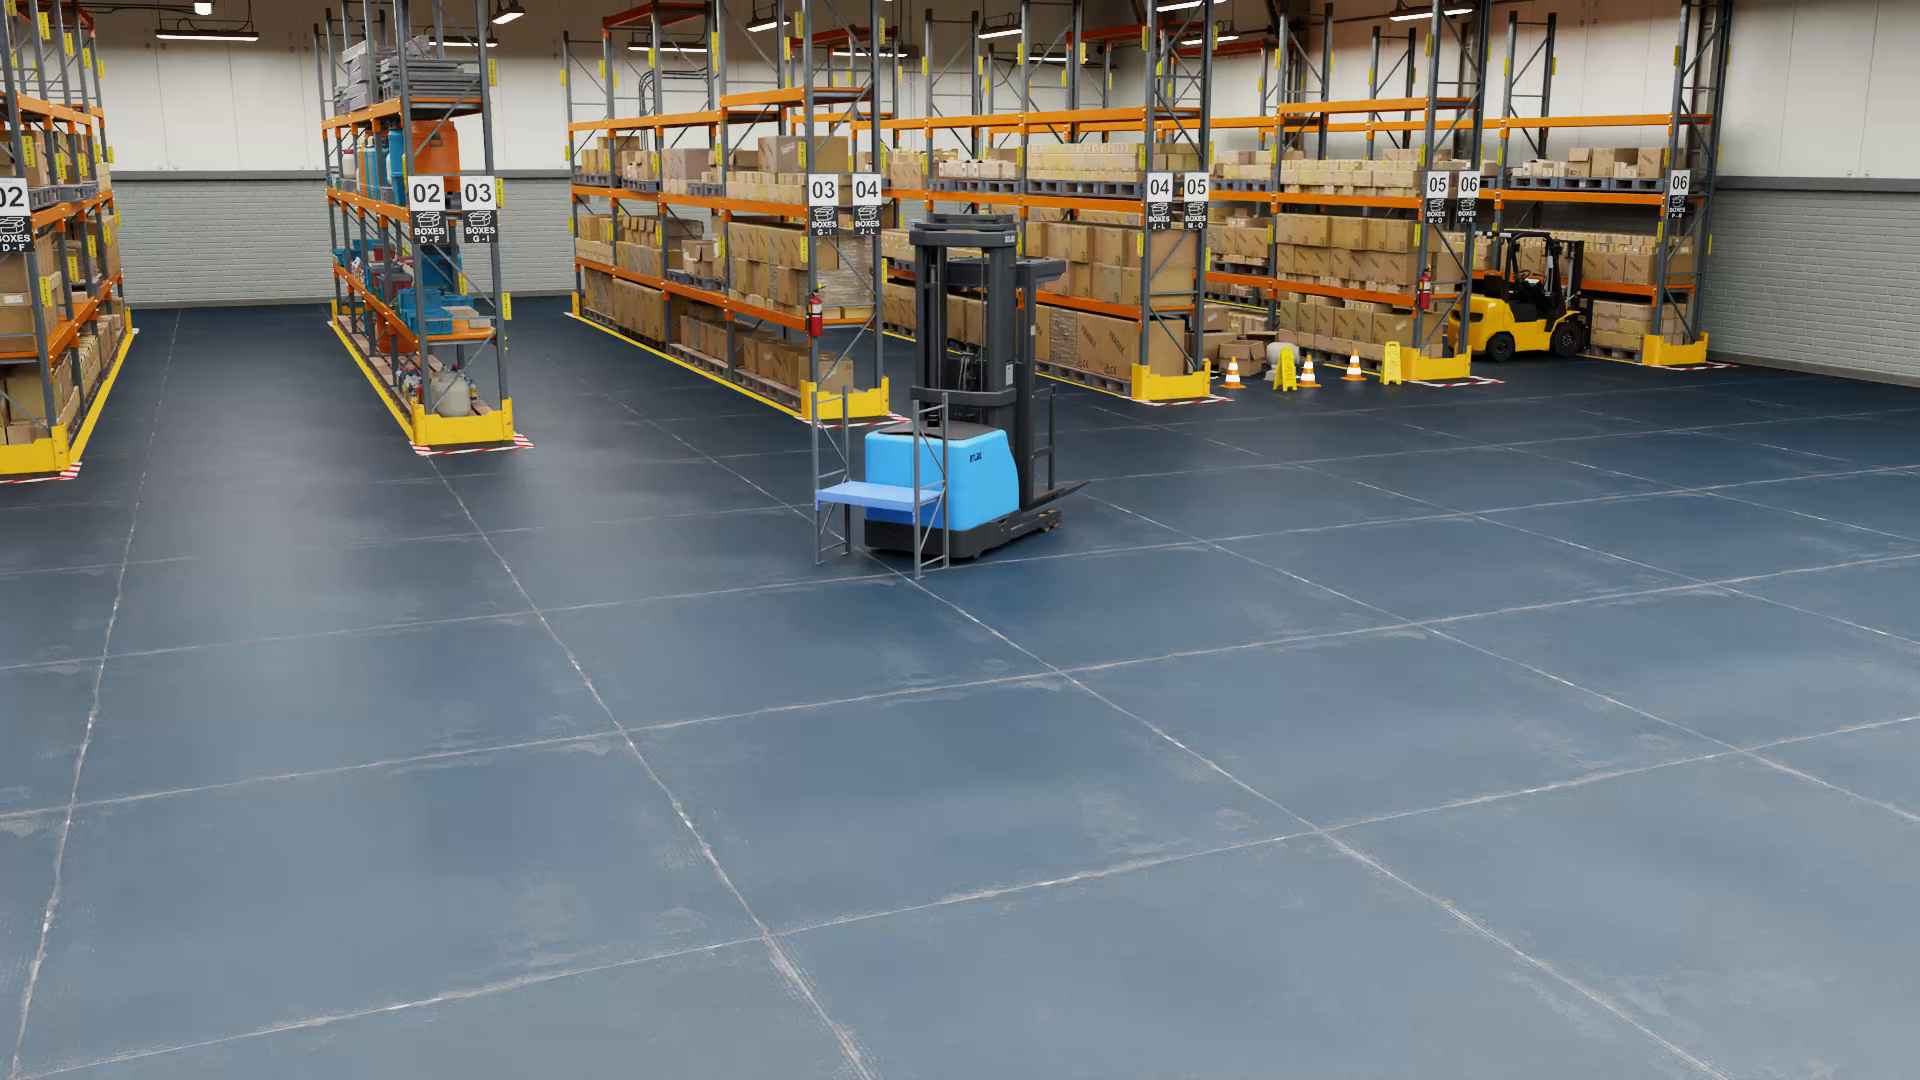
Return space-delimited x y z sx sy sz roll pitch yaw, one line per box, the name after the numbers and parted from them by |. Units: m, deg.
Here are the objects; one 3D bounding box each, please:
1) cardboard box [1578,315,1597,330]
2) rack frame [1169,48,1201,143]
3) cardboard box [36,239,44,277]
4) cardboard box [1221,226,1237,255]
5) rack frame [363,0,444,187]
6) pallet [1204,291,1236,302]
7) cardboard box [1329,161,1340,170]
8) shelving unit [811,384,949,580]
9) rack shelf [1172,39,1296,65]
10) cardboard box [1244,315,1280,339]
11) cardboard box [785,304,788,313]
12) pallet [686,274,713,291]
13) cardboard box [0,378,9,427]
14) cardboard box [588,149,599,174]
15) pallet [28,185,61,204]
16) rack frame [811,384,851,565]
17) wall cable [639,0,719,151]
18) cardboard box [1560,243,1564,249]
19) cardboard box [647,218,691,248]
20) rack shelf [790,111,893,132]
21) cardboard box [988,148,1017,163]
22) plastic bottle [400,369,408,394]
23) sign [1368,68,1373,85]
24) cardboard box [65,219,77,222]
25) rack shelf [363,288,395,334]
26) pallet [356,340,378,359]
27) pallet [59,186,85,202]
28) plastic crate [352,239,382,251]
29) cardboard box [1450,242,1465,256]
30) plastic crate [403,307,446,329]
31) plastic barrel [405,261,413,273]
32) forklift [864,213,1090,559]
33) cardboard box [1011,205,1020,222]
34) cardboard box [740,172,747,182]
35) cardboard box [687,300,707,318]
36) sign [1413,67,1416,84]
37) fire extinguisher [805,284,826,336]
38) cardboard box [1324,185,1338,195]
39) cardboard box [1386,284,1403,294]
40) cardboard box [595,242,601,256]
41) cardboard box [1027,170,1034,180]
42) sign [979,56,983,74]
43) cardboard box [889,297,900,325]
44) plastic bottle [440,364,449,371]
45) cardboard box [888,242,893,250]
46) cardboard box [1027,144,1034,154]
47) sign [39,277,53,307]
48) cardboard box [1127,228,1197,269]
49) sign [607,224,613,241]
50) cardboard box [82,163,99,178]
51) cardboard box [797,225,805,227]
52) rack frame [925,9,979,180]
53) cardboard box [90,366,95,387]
11.207 -3.860 29.336 0.500 0.250 0.500 -6 14 -24 | cardboard box
5.696 -10.699 41.518 1.000 3.000 0.127 -6 14 -23 | rack frame
-11.415 -3.337 19.917 0.700 0.500 0.500 -6 14 -23 | cardboard box
5.160 -5.530 30.678 0.500 0.500 0.500 -5 14 -21 | cardboard box
-7.662 -6.428 23.066 1.000 3.000 0.127 -6 14 -23 | rack frame
6.532 -5.985 40.643 1.003 0.211 1.213 -6 14 -23 | pallet
6.356 -6.216 27.593 0.380 0.149 0.250 -6 14 -24 | cardboard box
-0.675 -0.510 14.120 1.048 1.500 0.538 8 15 30 | shelving unit
6.498 -11.554 39.439 1.077 0.370 4.000 -6 14 -23 | rack shelf
5.744 -3.880 30.259 0.950 0.372 0.625 -5 14 -22 | cardboard box
-2.219 -3.251 23.201 0.380 0.149 0.250 -6 14 -23 | cardboard box
-3.895 -4.280 27.516 1.003 0.211 1.213 -6 14 -23 | pallet
-11.087 -1.546 18.782 0.500 0.500 0.500 -6 14 -23 | cardboard box
-7.306 -7.863 34.544 0.700 0.500 0.500 -7 15 -27 | cardboard box
-11.836 -4.303 20.733 1.003 0.211 1.213 -6 14 -23 | pallet
-1.112 -0.569 14.373 0.032 1.500 0.500 8 15 30 | rack frame
-7.037 -12.401 41.740 2.277 5.999 0.120 -6 14 -23 | wall cable
10.876 -5.305 29.857 0.380 0.149 0.250 -6 14 -25 | cardboard box
-5.262 -5.604 30.363 0.797 0.503 0.637 -5 14 -22 | cardboard box
-2.544 -9.016 35.852 1.077 0.370 4.000 -6 14 -23 | rack shelf
0.812 -6.635 29.240 0.500 0.500 0.500 -6 14 -23 | cardboard box
-7.643 -2.186 22.940 0.144 0.351 0.185 -6 14 -25 | plastic bottle
8.408 -9.488 34.042 0.100 0.325 0.005 -6 14 -23 | sign
-16.255 -5.538 30.086 0.500 0.500 0.500 -6 14 -23 | cardboard box
-8.463 -3.568 25.608 1.077 0.370 4.000 -6 14 -23 | rack shelf
-10.103 -3.384 29.402 1.003 0.211 1.213 -6 14 -23 | pallet
-13.000 -4.891 23.498 1.003 0.211 1.213 -5 14 -20 | pallet
-12.163 -5.978 34.217 0.616 0.435 0.499 -6 14 -23 | plastic crate
9.860 -5.651 32.238 0.500 0.250 0.500 -6 14 -24 | cardboard box
-6.789 -2.817 21.100 0.499 0.251 0.408 -6 14 -23 | plastic crate
-8.487 -4.106 26.089 0.421 0.512 0.421 0 13 0 | plastic barrel
0.301 -1.552 15.456 1.130 2.935 3.031 7 15 28 | forklift
1.508 -7.526 38.676 0.500 0.500 0.500 -6 14 -23 | cardboard box
-3.017 -5.333 24.436 0.380 0.149 0.250 -6 14 -23 | cardboard box
-4.430 -4.005 28.807 0.500 0.250 0.500 -5 14 -21 | cardboard box
9.408 -9.629 34.474 0.100 0.325 0.005 -6 14 -23 | sign
-1.897 -3.023 21.831 0.296 0.674 0.183 -6 14 -23 | fire extinguisher
6.293 -5.826 27.673 0.380 0.149 0.250 -6 14 -24 | cardboard box
7.010 -3.999 26.433 0.380 0.149 0.250 -6 14 -24 | cardboard box
-7.159 -5.957 34.008 0.500 0.250 0.500 -5 14 -22 | cardboard box
1.296 -5.866 26.694 0.380 0.149 0.250 -6 14 -24 | cardboard box
0.367 -8.712 30.511 0.100 0.325 0.005 -6 14 -23 | sign
-1.075 -4.520 32.742 0.500 0.500 0.500 -6 14 -25 | cardboard box
-7.272 -2.309 23.472 0.144 0.351 0.185 -6 14 -23 | plastic bottle
-1.169 -5.707 32.220 0.380 0.149 0.250 -6 14 -23 | cardboard box
1.296 -6.254 26.604 0.380 0.149 0.250 -5 14 -22 | cardboard box
-10.088 -2.741 18.346 0.100 0.325 0.005 -6 14 -23 | sign
2.951 -4.232 24.157 0.875 0.550 0.550 -6 14 -23 | cardboard box
-6.836 -6.015 32.492 0.100 0.325 0.005 -6 14 -23 | sign
-15.373 -6.466 29.107 0.500 0.250 0.500 -6 14 -23 | cardboard box
-2.093 -4.255 23.883 0.500 0.500 0.500 -6 14 -23 | cardboard box
-0.141 -8.129 30.415 1.000 3.000 0.127 -6 14 -23 | rack frame
-12.753 -2.347 23.904 0.500 0.250 0.500 -5 14 -22 | cardboard box
